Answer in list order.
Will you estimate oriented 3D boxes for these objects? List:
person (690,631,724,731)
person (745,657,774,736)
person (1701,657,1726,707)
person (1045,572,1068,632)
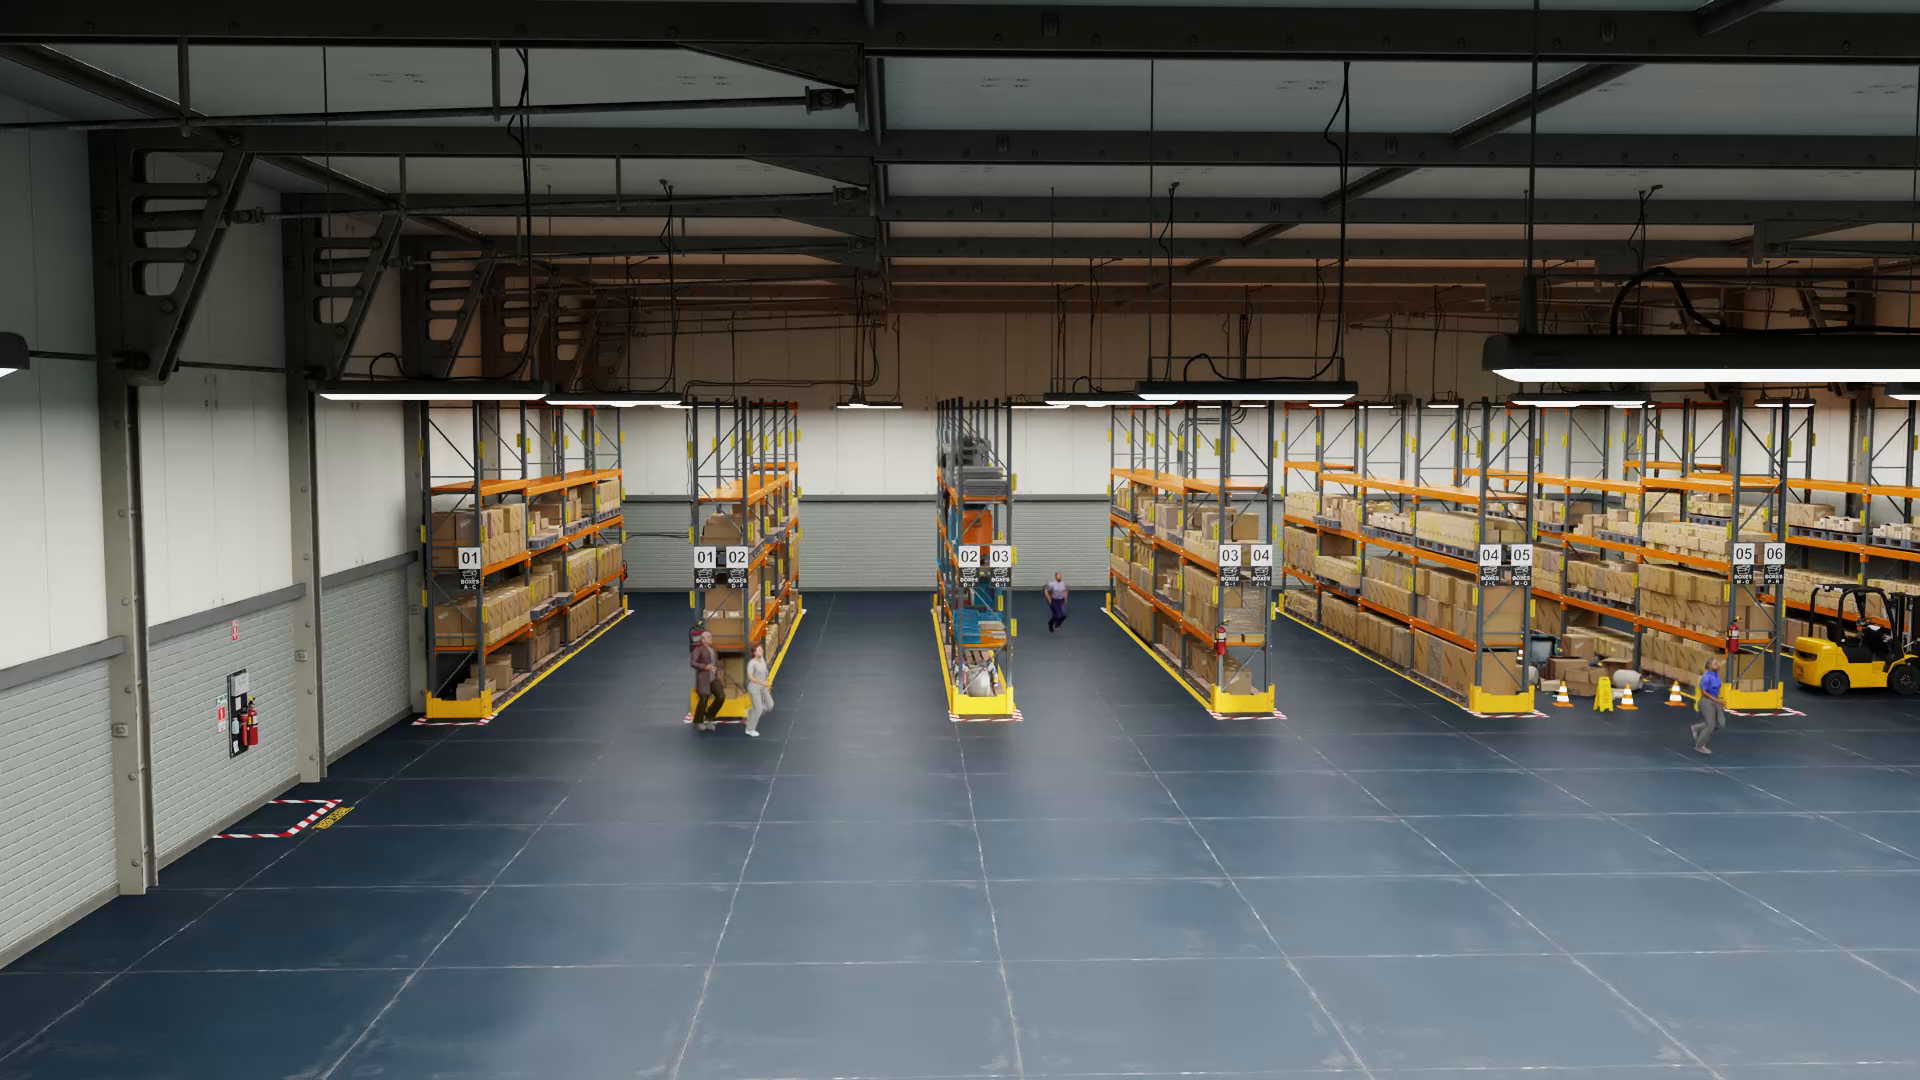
[{"bbox_3d":[-4.514,2.537,29.877,0.658,1.785,0.720,4,6,39],"label":"person"},{"bbox_3d":[-3.599,2.763,29.469,0.553,1.395,0.551,2,5,29],"label":"person"},{"bbox_3d":[12.652,2.391,27.869,0.597,0.849,0.483,-4,6,-43],"label":"person"},{"bbox_3d":[2.456,1.570,41.882,0.615,1.559,0.539,-2,5,-19],"label":"person"}]
